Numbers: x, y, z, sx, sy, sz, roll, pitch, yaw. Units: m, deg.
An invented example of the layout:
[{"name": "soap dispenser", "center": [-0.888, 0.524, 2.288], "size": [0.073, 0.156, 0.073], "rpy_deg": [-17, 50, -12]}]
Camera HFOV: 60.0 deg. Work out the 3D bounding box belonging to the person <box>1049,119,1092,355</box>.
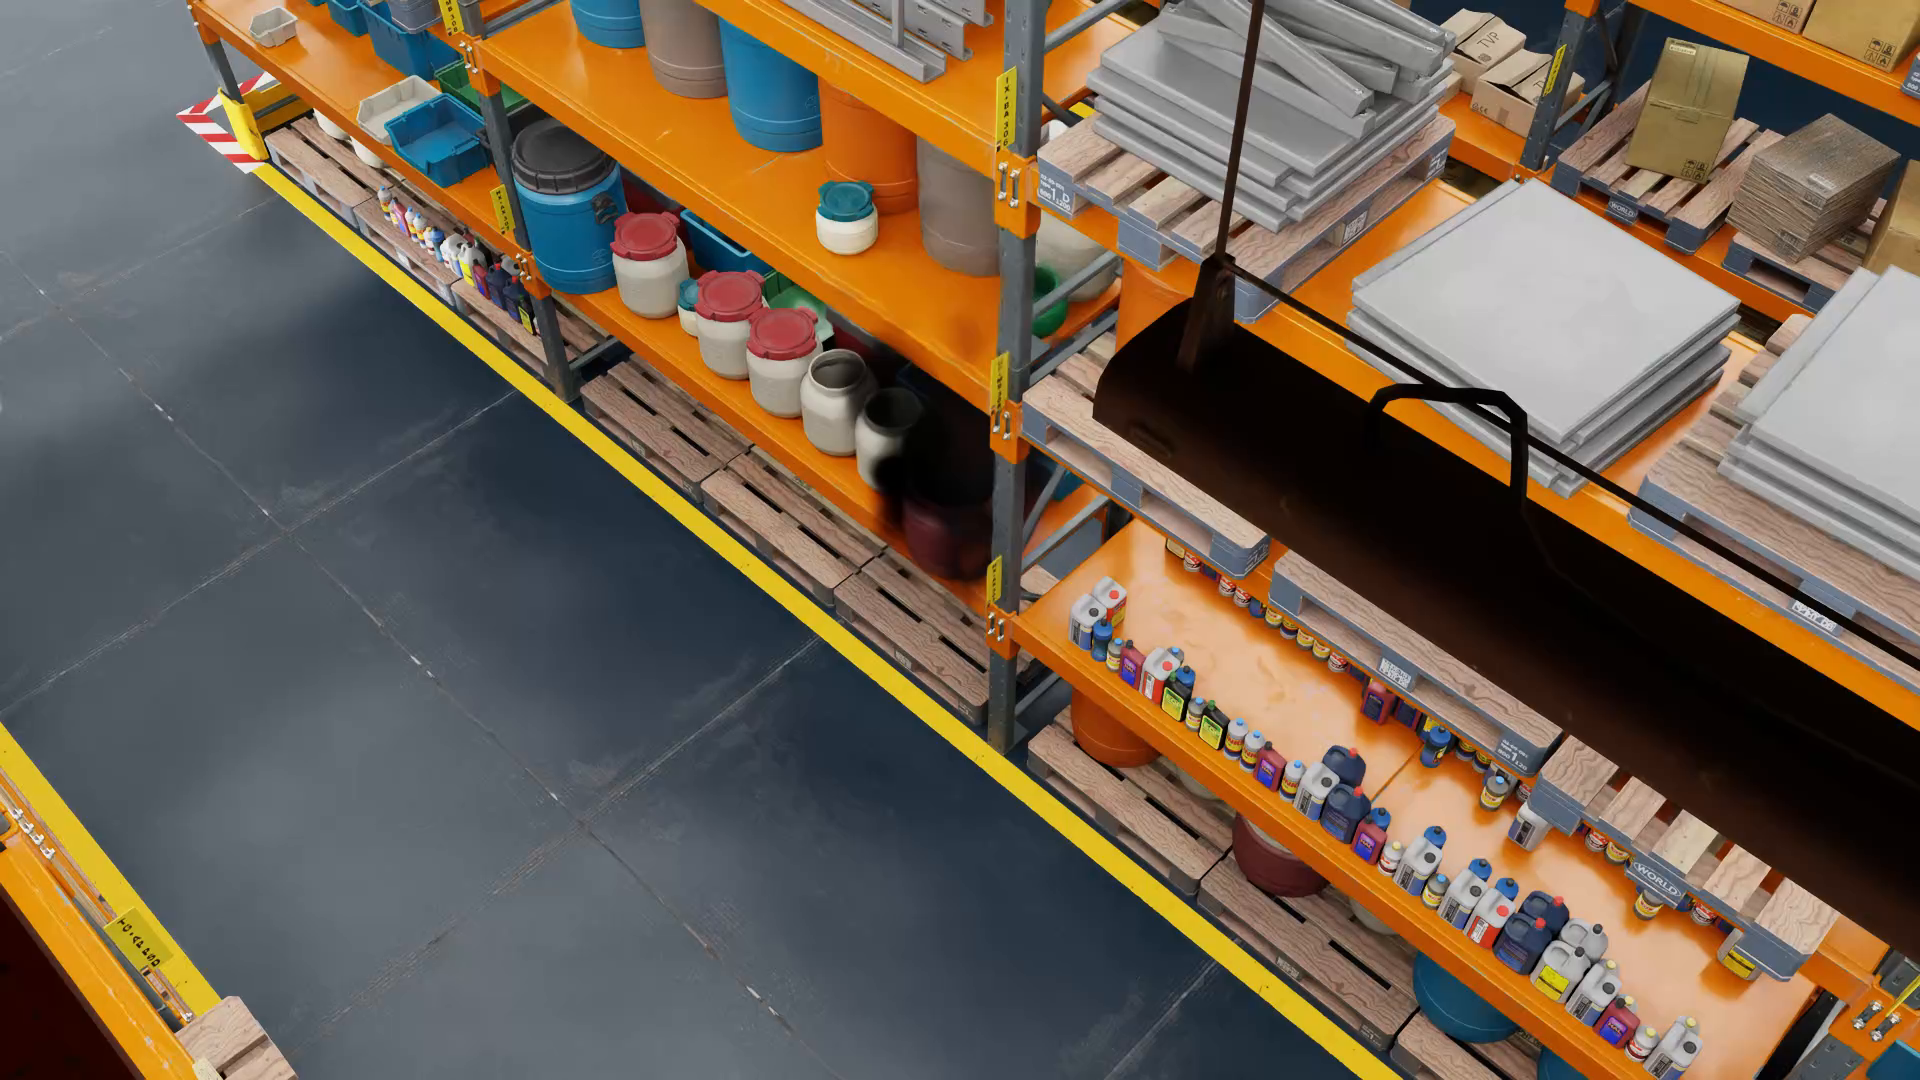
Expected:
[{"name": "person", "center": [0.646, -1.815, 10.436], "size": [0.780, 1.863, 0.720], "rpy_deg": [30, 56, 23]}]
